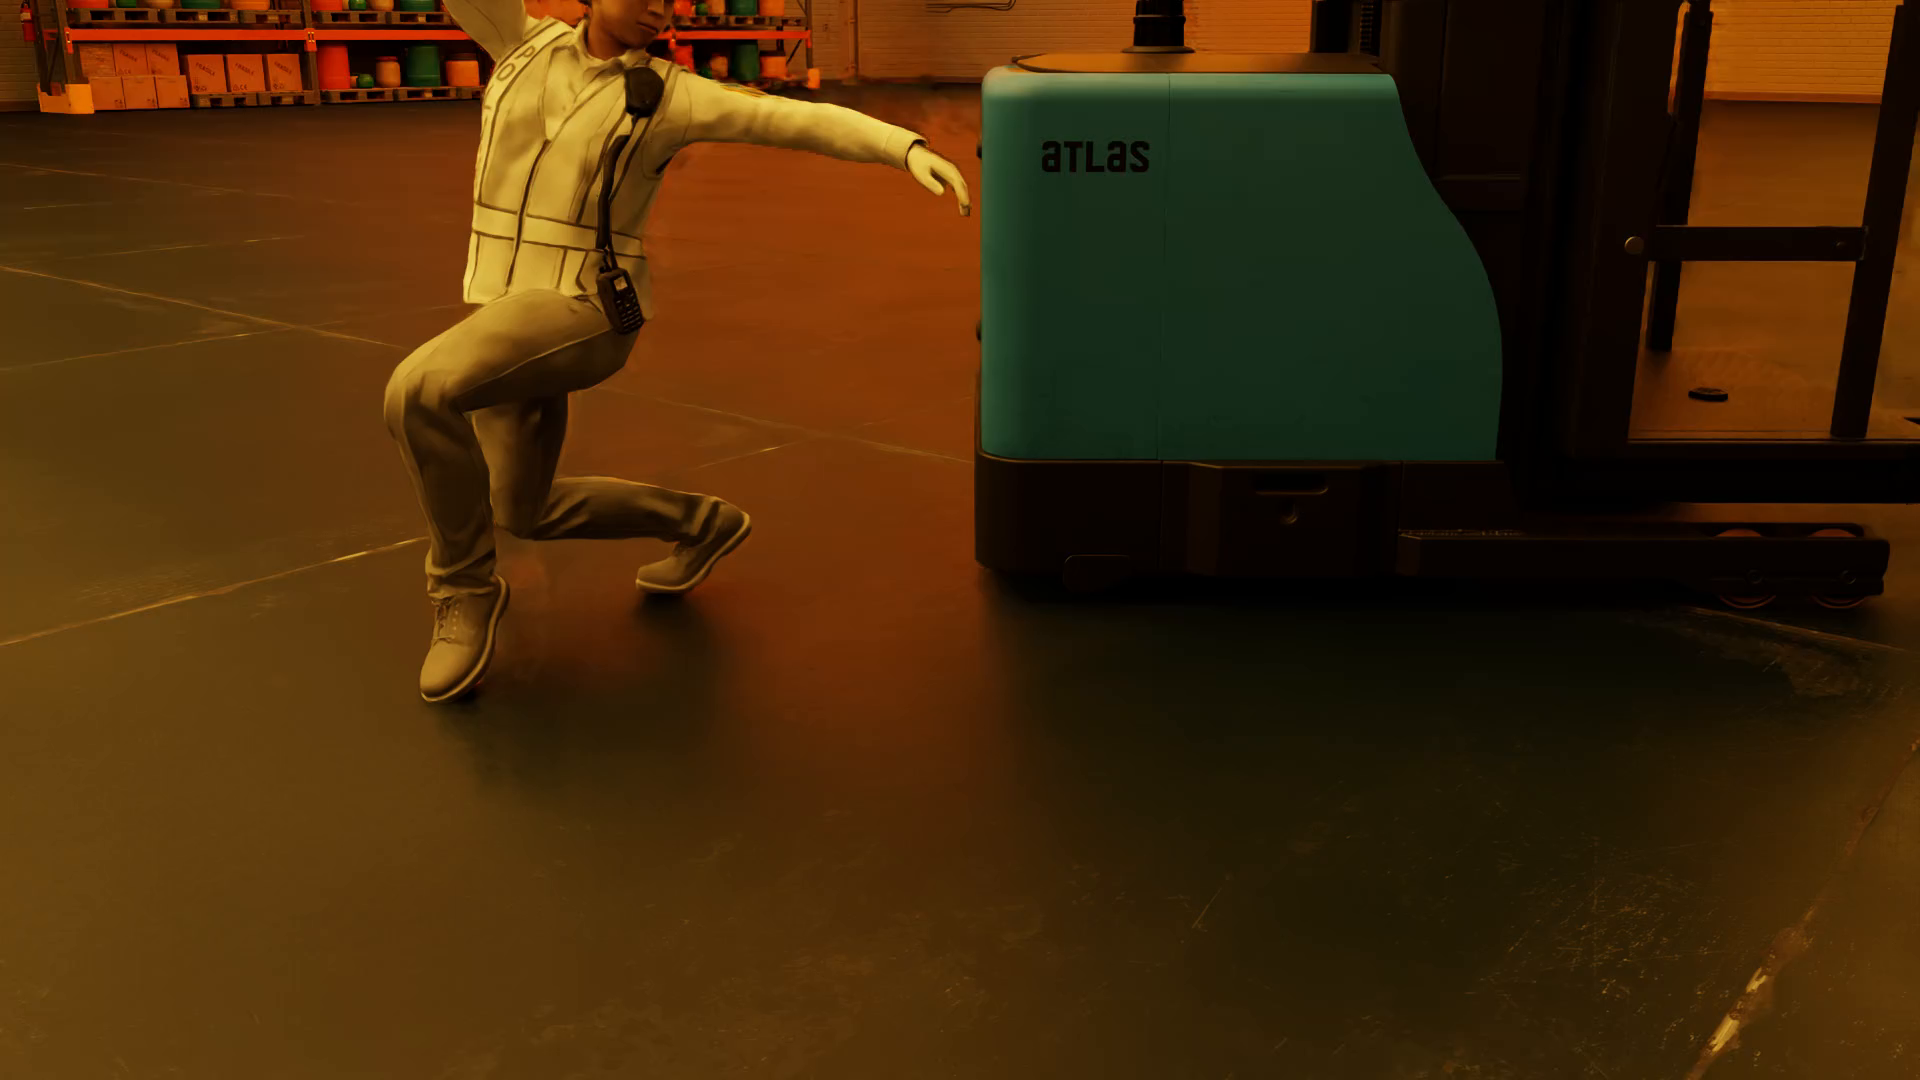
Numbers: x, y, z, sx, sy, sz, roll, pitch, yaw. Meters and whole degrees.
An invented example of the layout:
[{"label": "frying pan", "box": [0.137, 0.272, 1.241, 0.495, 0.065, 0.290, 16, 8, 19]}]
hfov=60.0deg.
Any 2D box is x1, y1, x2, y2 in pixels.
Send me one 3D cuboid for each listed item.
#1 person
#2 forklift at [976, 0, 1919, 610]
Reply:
[{"label": "person", "box": [-0.548, -0.438, 3.019, 0.943, 1.392, 0.882, 10, 20, 30]}, {"label": "forklift", "box": [1.553, -1.413, 3.551, 3.031, 2.935, 1.130, 0, 17, 0]}]
